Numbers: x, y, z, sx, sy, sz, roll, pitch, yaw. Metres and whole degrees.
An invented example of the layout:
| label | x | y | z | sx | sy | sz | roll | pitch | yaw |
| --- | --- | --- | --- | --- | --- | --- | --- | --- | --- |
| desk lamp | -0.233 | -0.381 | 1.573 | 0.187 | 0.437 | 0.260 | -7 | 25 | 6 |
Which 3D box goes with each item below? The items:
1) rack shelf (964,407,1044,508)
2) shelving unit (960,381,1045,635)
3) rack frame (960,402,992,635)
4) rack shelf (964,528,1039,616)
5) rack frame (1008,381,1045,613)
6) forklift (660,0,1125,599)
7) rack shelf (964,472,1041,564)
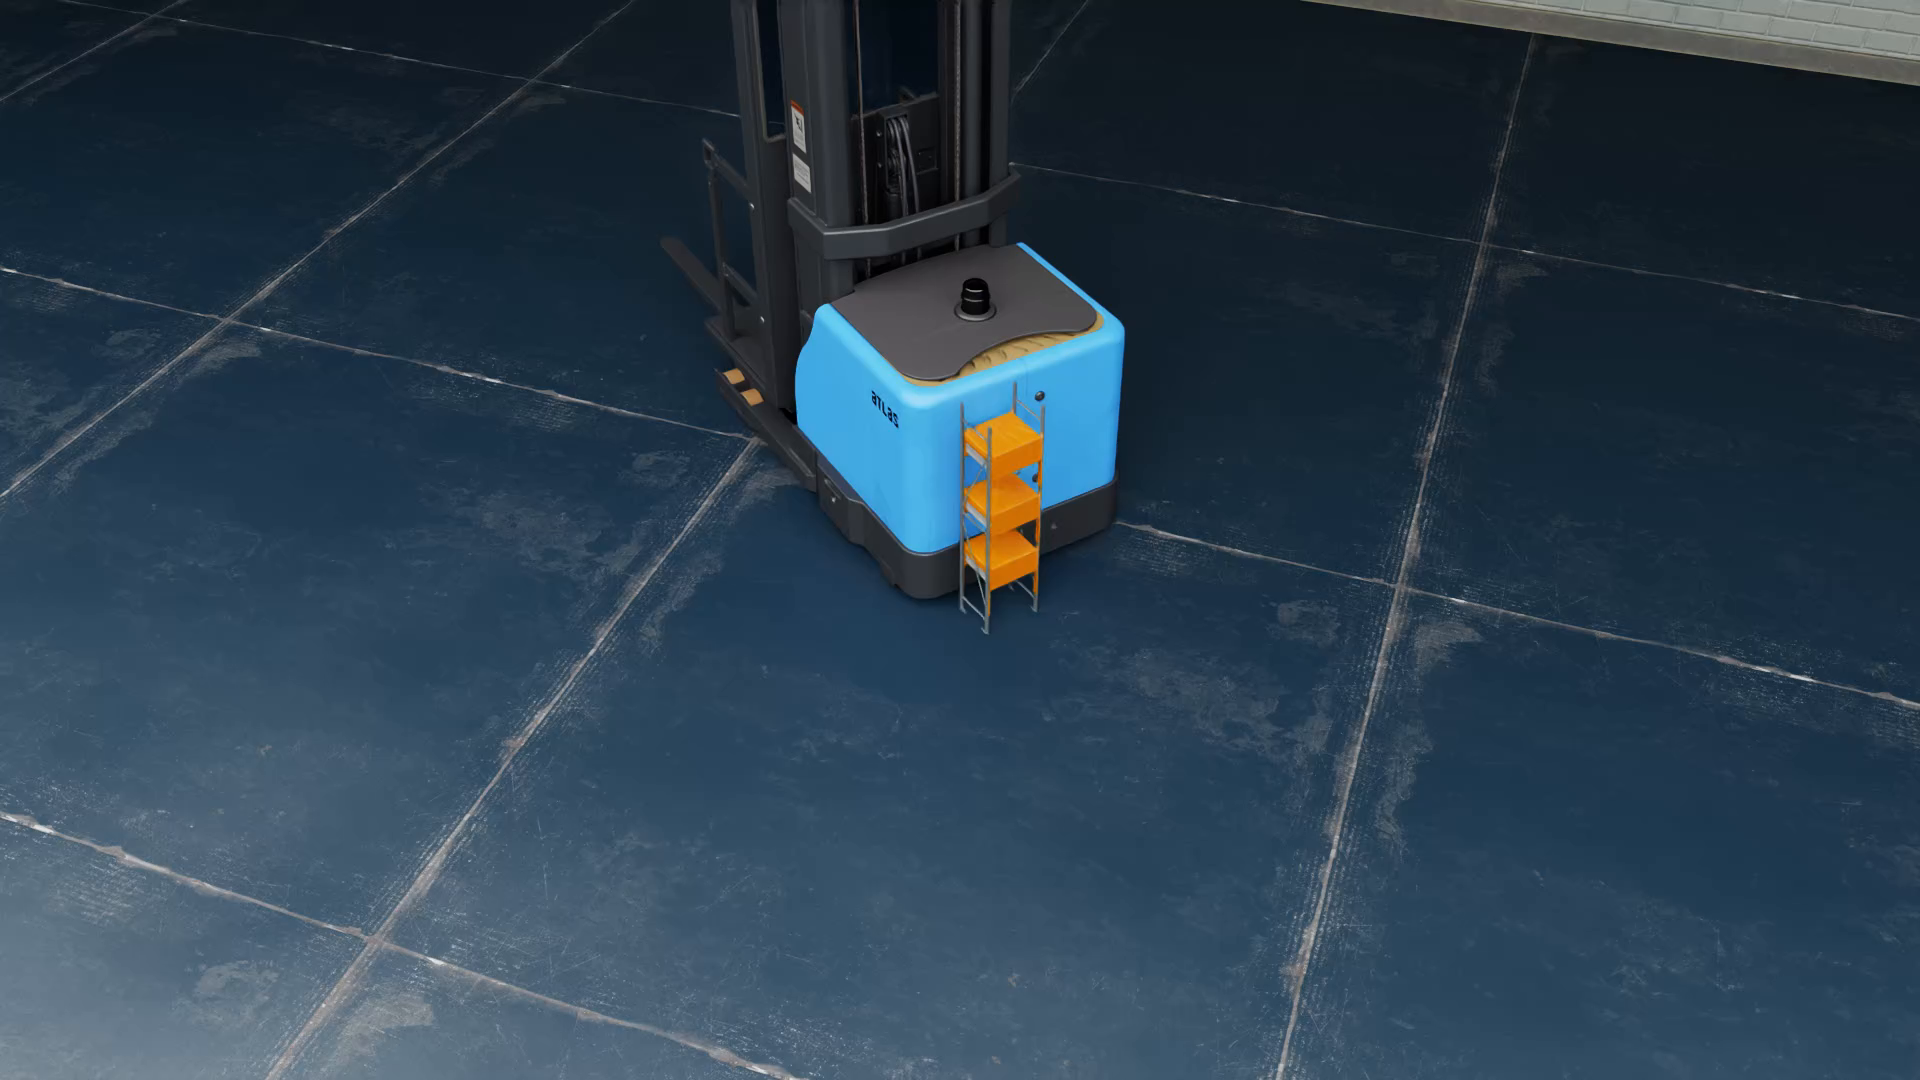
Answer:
| label | x | y | z | sx | sy | sz | roll | pitch | yaw |
| --- | --- | --- | --- | --- | --- | --- | --- | --- | --- |
| rack shelf | 0.160 | -0.317 | 6.391 | 0.240 | 0.259 | 0.215 | -23 | 46 | -25 |
| shelving unit | 0.160 | -0.109 | 6.569 | 0.252 | 1.050 | 0.215 | -23 | 46 | -25 |
| rack frame | 0.058 | -0.065 | 6.517 | 0.008 | 1.050 | 0.200 | -23 | 46 | -25 |
| rack shelf | 0.159 | 0.110 | 6.756 | 0.240 | 0.259 | 0.215 | -23 | 46 | -25 |
| rack frame | 0.261 | -0.153 | 6.620 | 0.008 | 1.050 | 0.200 | -23 | 46 | -25 |
| forklift | -0.516 | -1.806 | 7.109 | 1.130 | 2.935 | 3.031 | -21 | 45 | -23 |
| rack shelf | 0.160 | -0.101 | 6.576 | 0.240 | 0.259 | 0.215 | -23 | 46 | -25 |
